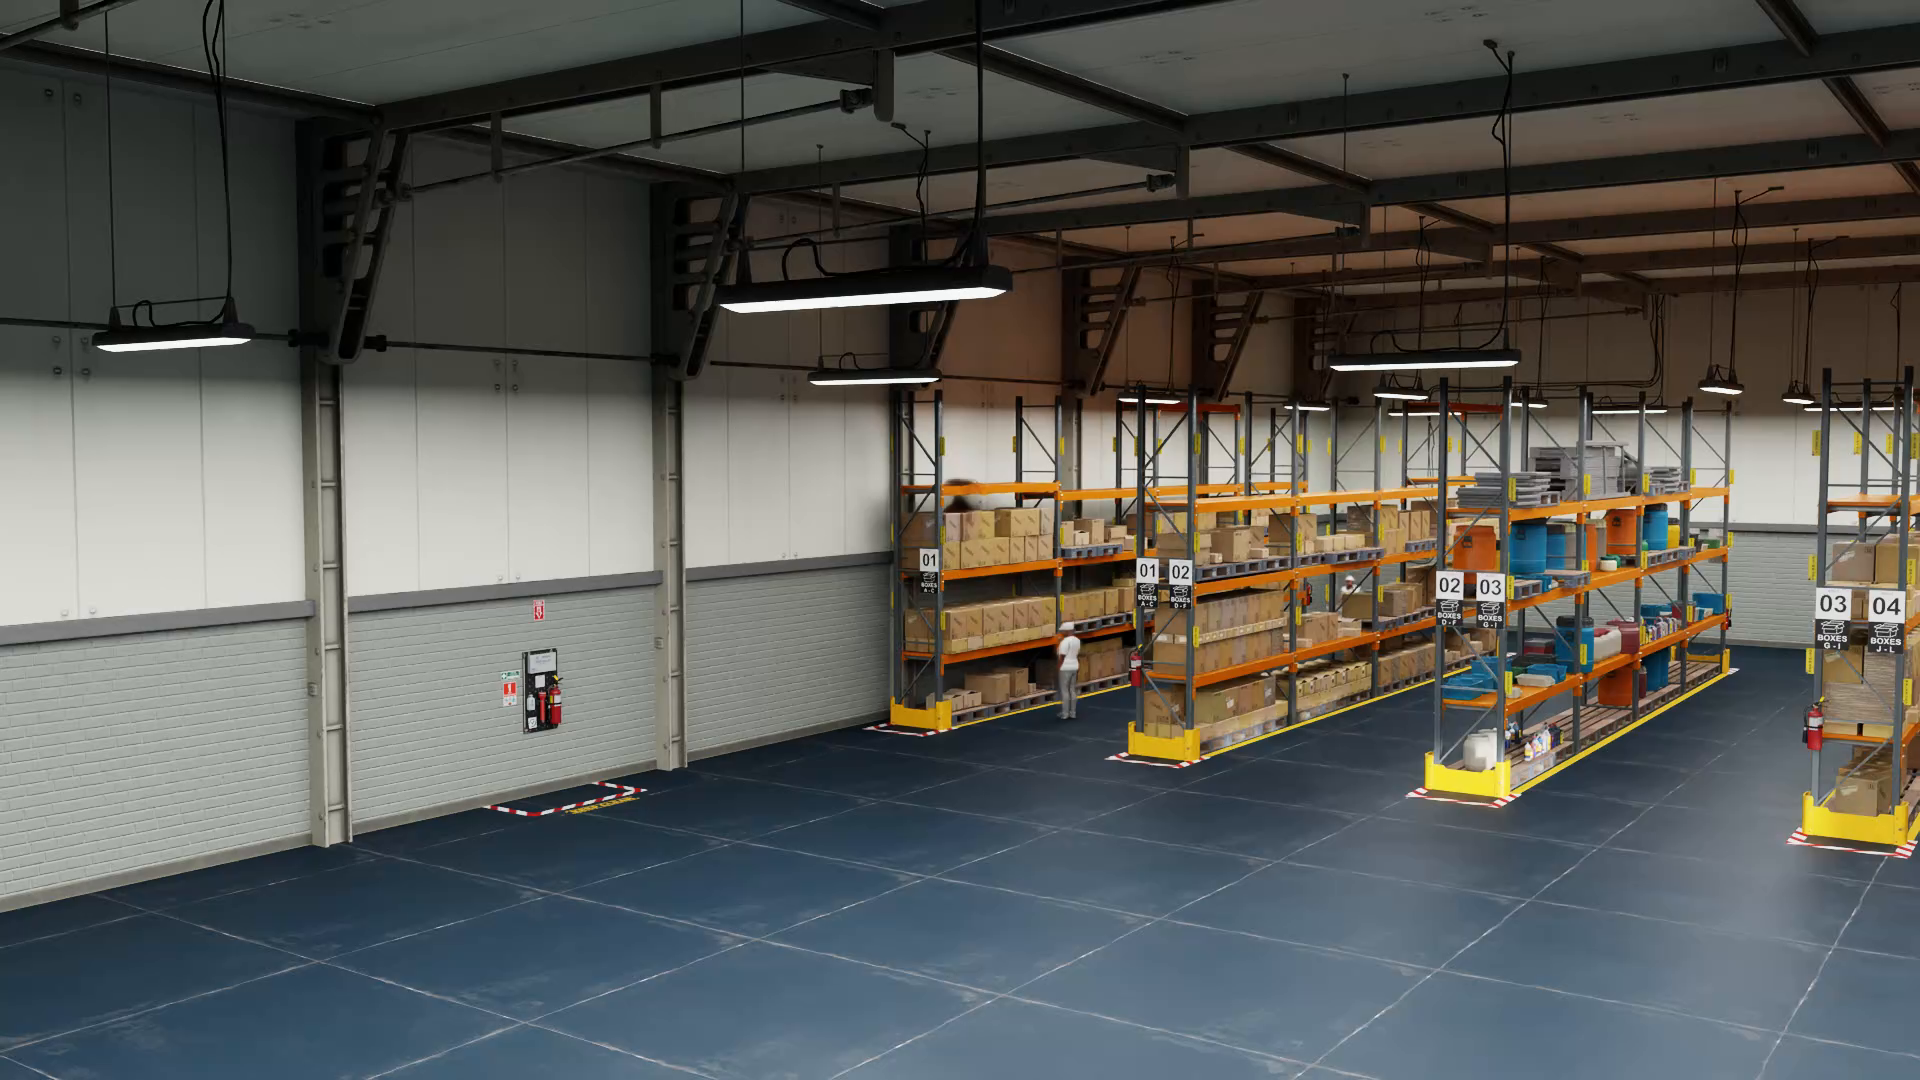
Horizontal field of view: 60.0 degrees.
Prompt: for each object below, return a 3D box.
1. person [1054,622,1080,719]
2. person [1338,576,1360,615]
[{"bbox_3d":[1.960,2.390,30.569,0.403,1.773,0.578,2,4,35],"label":"person"},{"bbox_3d":[9.848,1.764,41.900,0.621,1.744,0.823,0,3,5],"label":"person"}]
